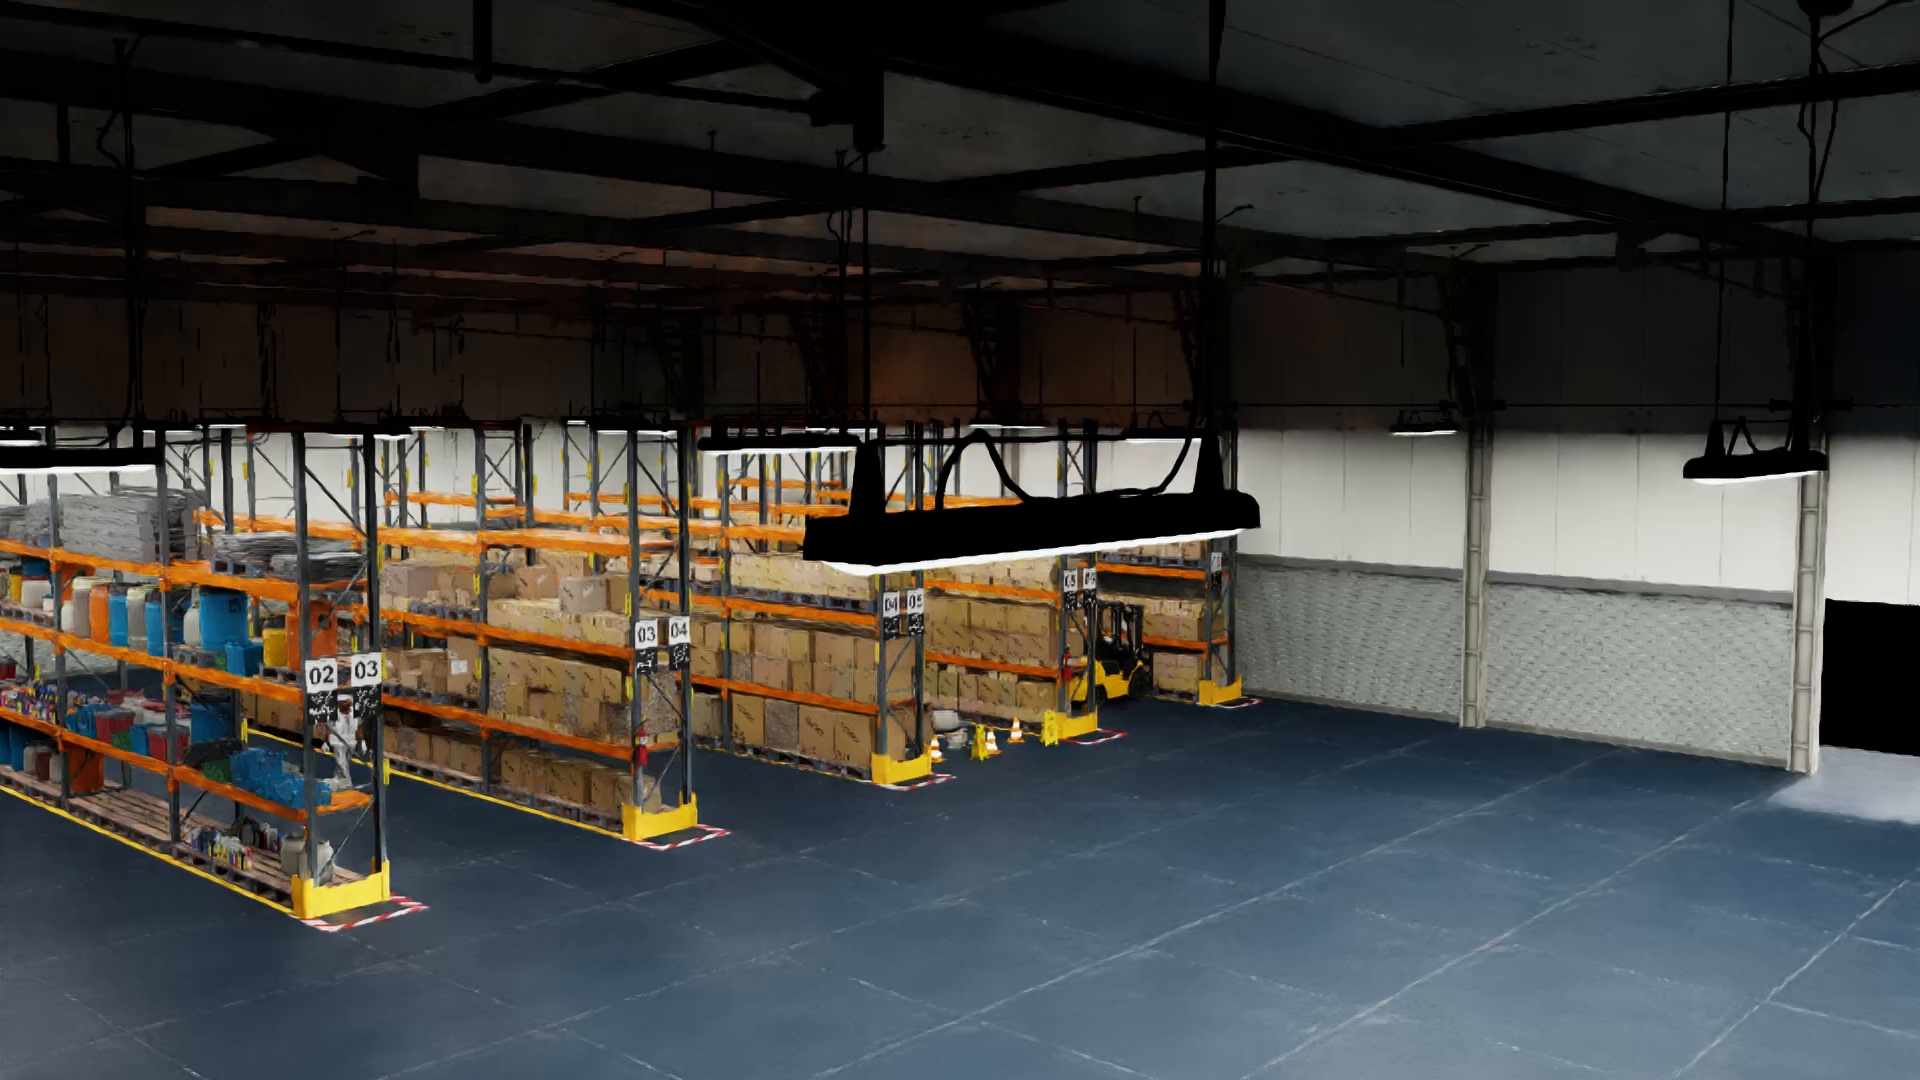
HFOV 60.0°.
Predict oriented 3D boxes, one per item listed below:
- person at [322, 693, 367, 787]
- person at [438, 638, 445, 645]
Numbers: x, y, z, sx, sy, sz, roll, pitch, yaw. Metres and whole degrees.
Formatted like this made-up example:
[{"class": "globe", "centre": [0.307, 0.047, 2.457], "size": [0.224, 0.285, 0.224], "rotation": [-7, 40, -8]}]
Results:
[{"class": "person", "centre": [-9.877, 3.280, 26.762], "size": [1.035, 1.732, 0.579], "rotation": [4, 6, 41]}, {"class": "person", "centre": [-13.662, 1.928, 43.932], "size": [0.517, 1.644, 0.496], "rotation": [-1, 5, -11]}]
